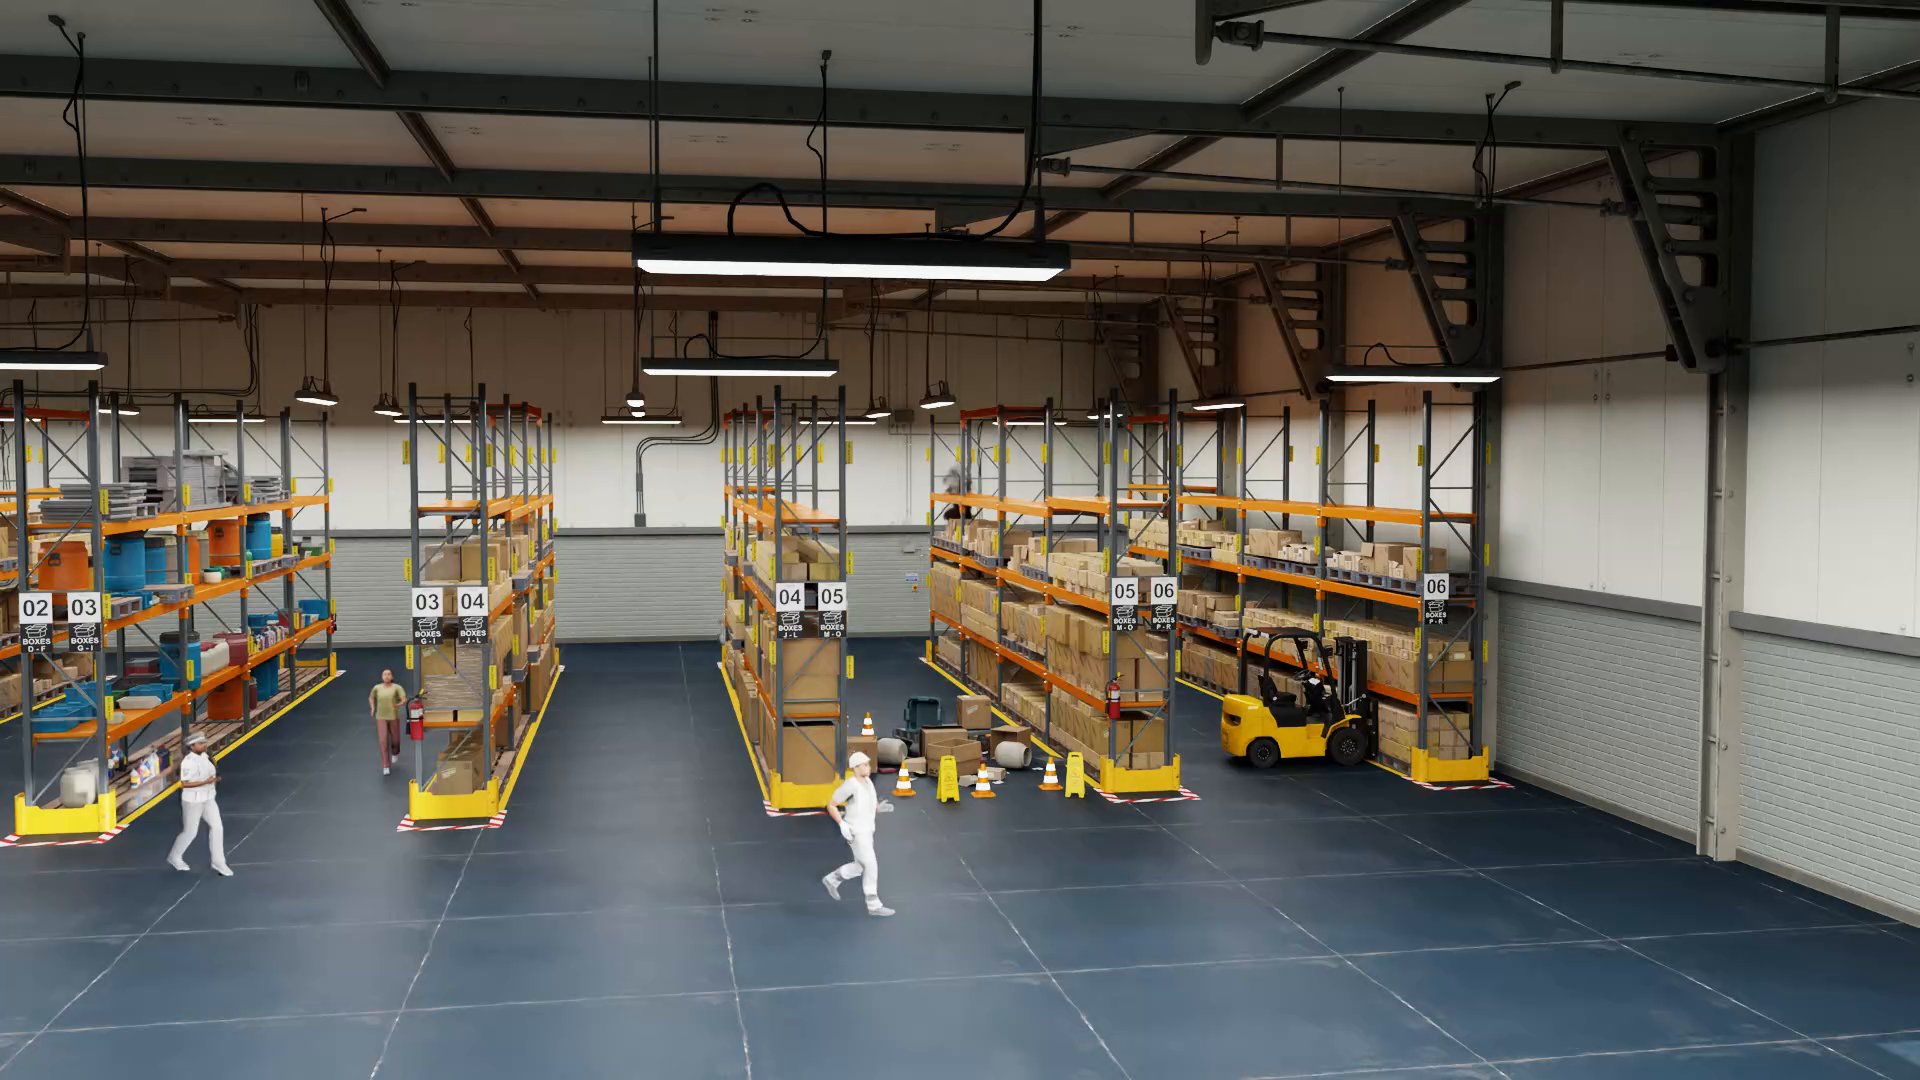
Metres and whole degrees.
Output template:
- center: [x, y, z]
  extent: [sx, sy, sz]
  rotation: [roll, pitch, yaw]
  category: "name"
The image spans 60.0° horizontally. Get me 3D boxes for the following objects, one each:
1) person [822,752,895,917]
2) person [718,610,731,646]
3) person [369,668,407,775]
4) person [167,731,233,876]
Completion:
- center: [-1.128, 3.185, 18.099]
  extent: [0.907, 1.769, 0.660]
  rotation: [1, 3, 24]
  category: "person"
- center: [-5.596, 2.086, 40.567]
  extent: [0.583, 1.726, 0.725]
  rotation: [-1, 3, -23]
  category: "person"
- center: [-9.052, 2.836, 26.312]
  extent: [0.588, 1.643, 0.895]
  rotation: [-1, 3, -16]
  category: "person"
- center: [-9.086, 3.137, 19.819]
  extent: [0.815, 1.741, 0.566]
  rotation: [1, 3, 17]
  category: "person"
